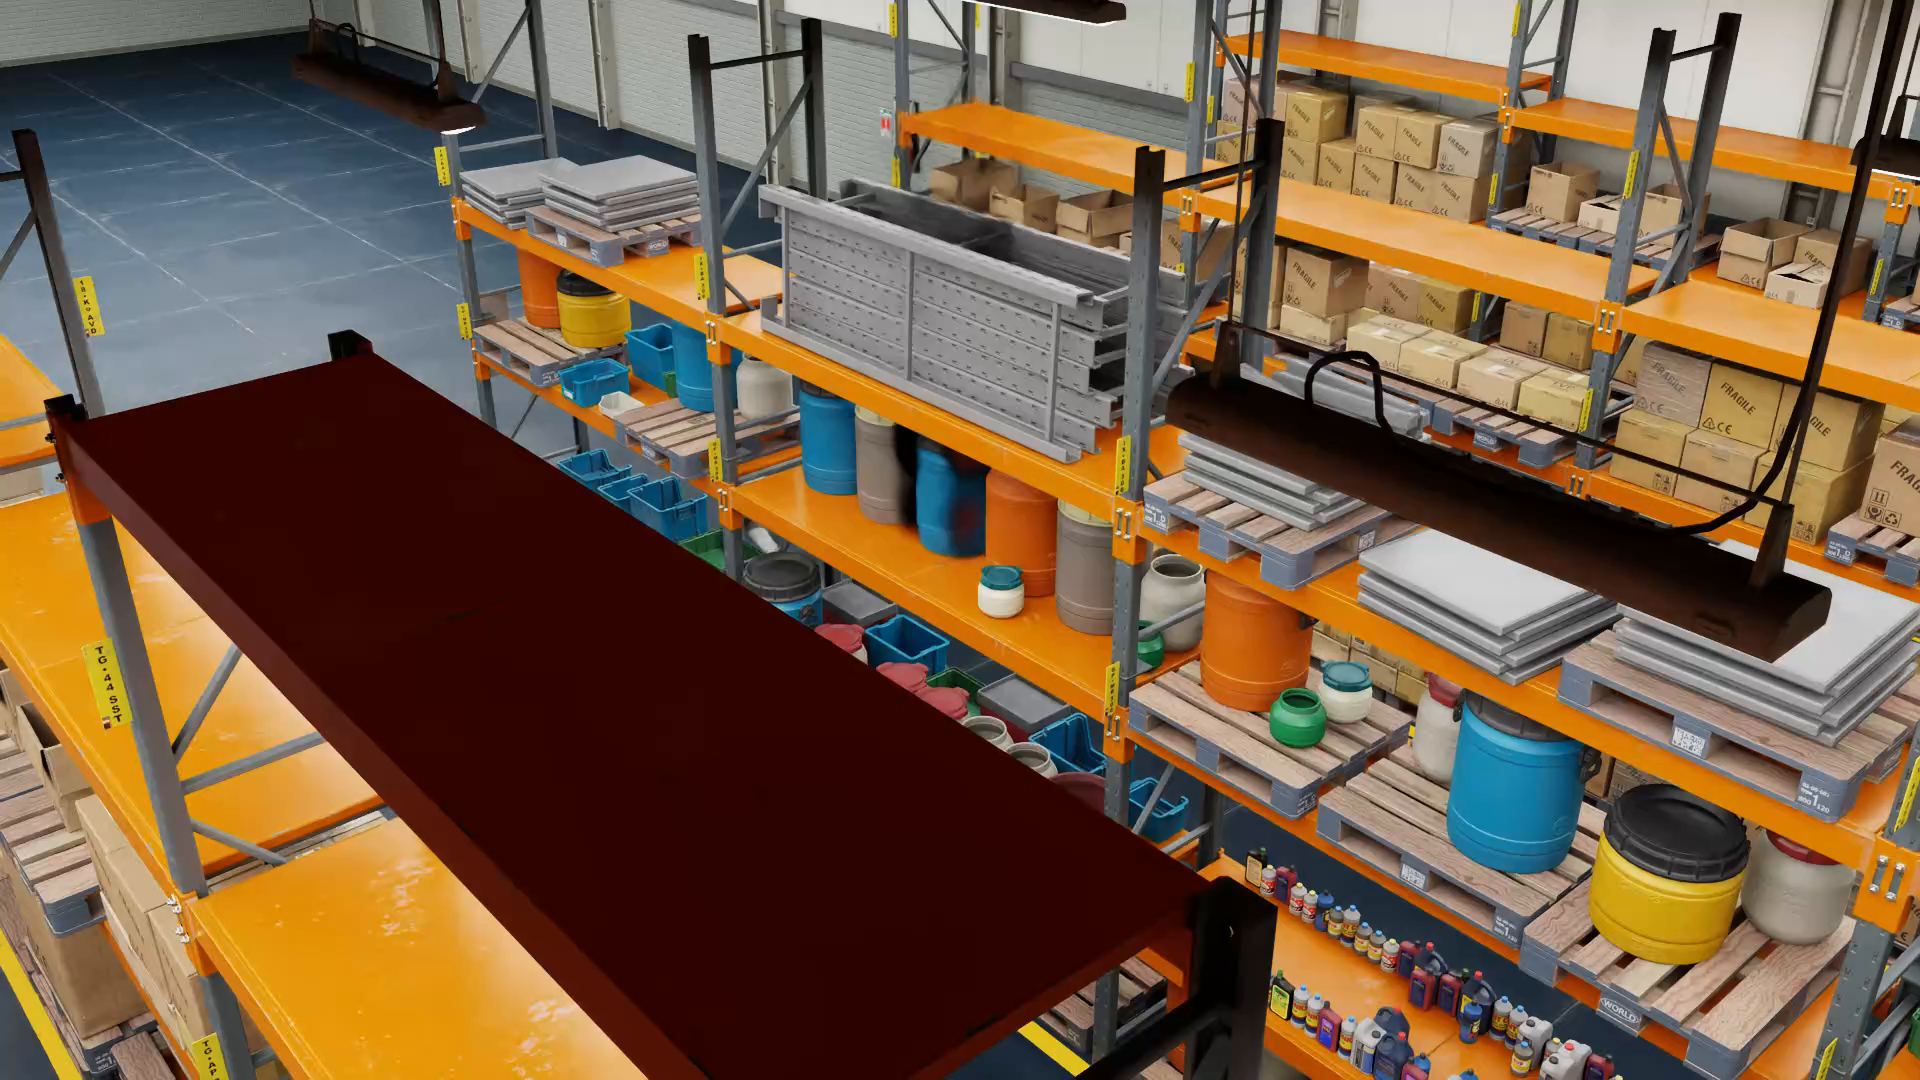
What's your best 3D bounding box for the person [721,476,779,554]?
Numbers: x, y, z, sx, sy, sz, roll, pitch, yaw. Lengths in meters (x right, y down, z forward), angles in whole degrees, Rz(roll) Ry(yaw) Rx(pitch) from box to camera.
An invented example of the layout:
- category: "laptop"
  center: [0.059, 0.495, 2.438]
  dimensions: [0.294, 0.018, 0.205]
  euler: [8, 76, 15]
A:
- category: "person"
  center: [-2.136, -0.424, 16.421]
  dimensions: [0.666, 1.747, 0.950]
  euler: [-24, 36, -39]
